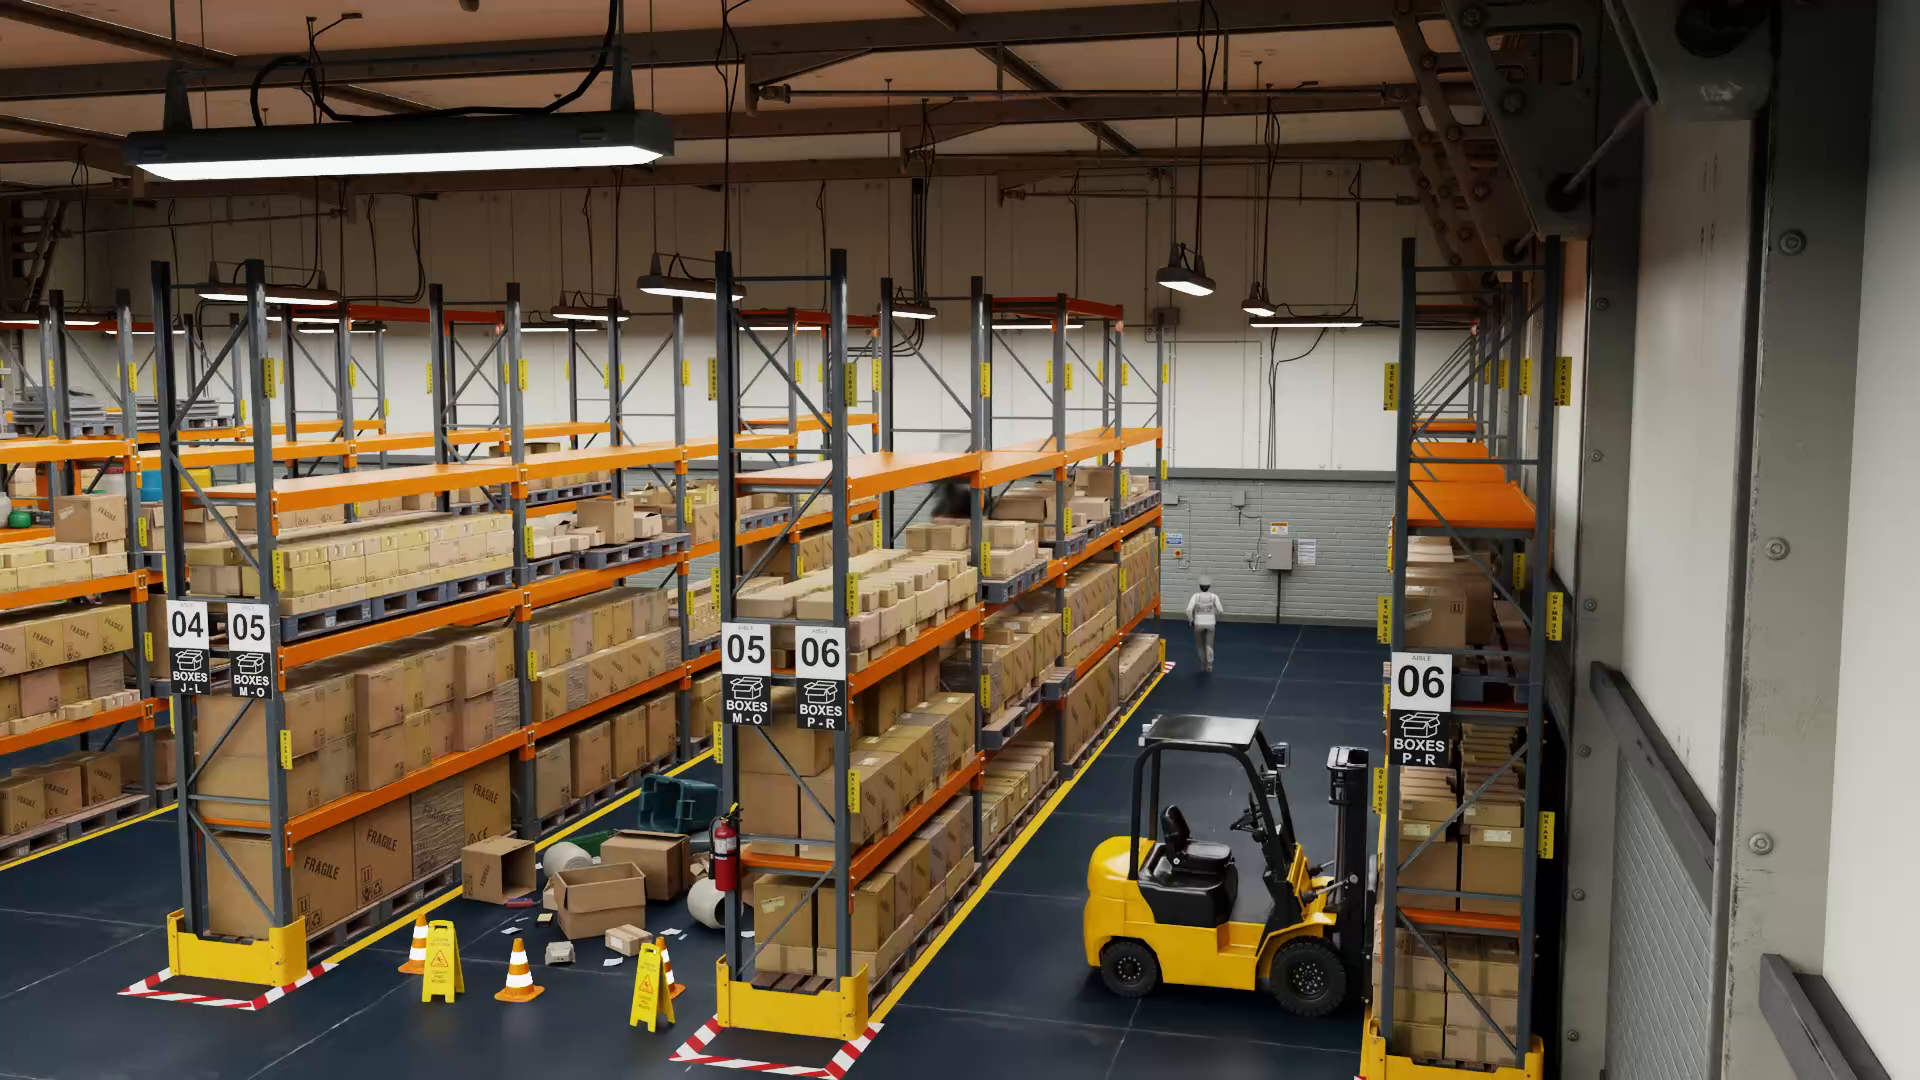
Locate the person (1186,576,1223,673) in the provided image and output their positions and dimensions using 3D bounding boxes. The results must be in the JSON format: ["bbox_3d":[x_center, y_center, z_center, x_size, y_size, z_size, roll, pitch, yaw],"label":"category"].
[{"bbox_3d":[4.034,1.429,27.482,0.619,1.680,0.868,0,6,2],"label":"person"}]
